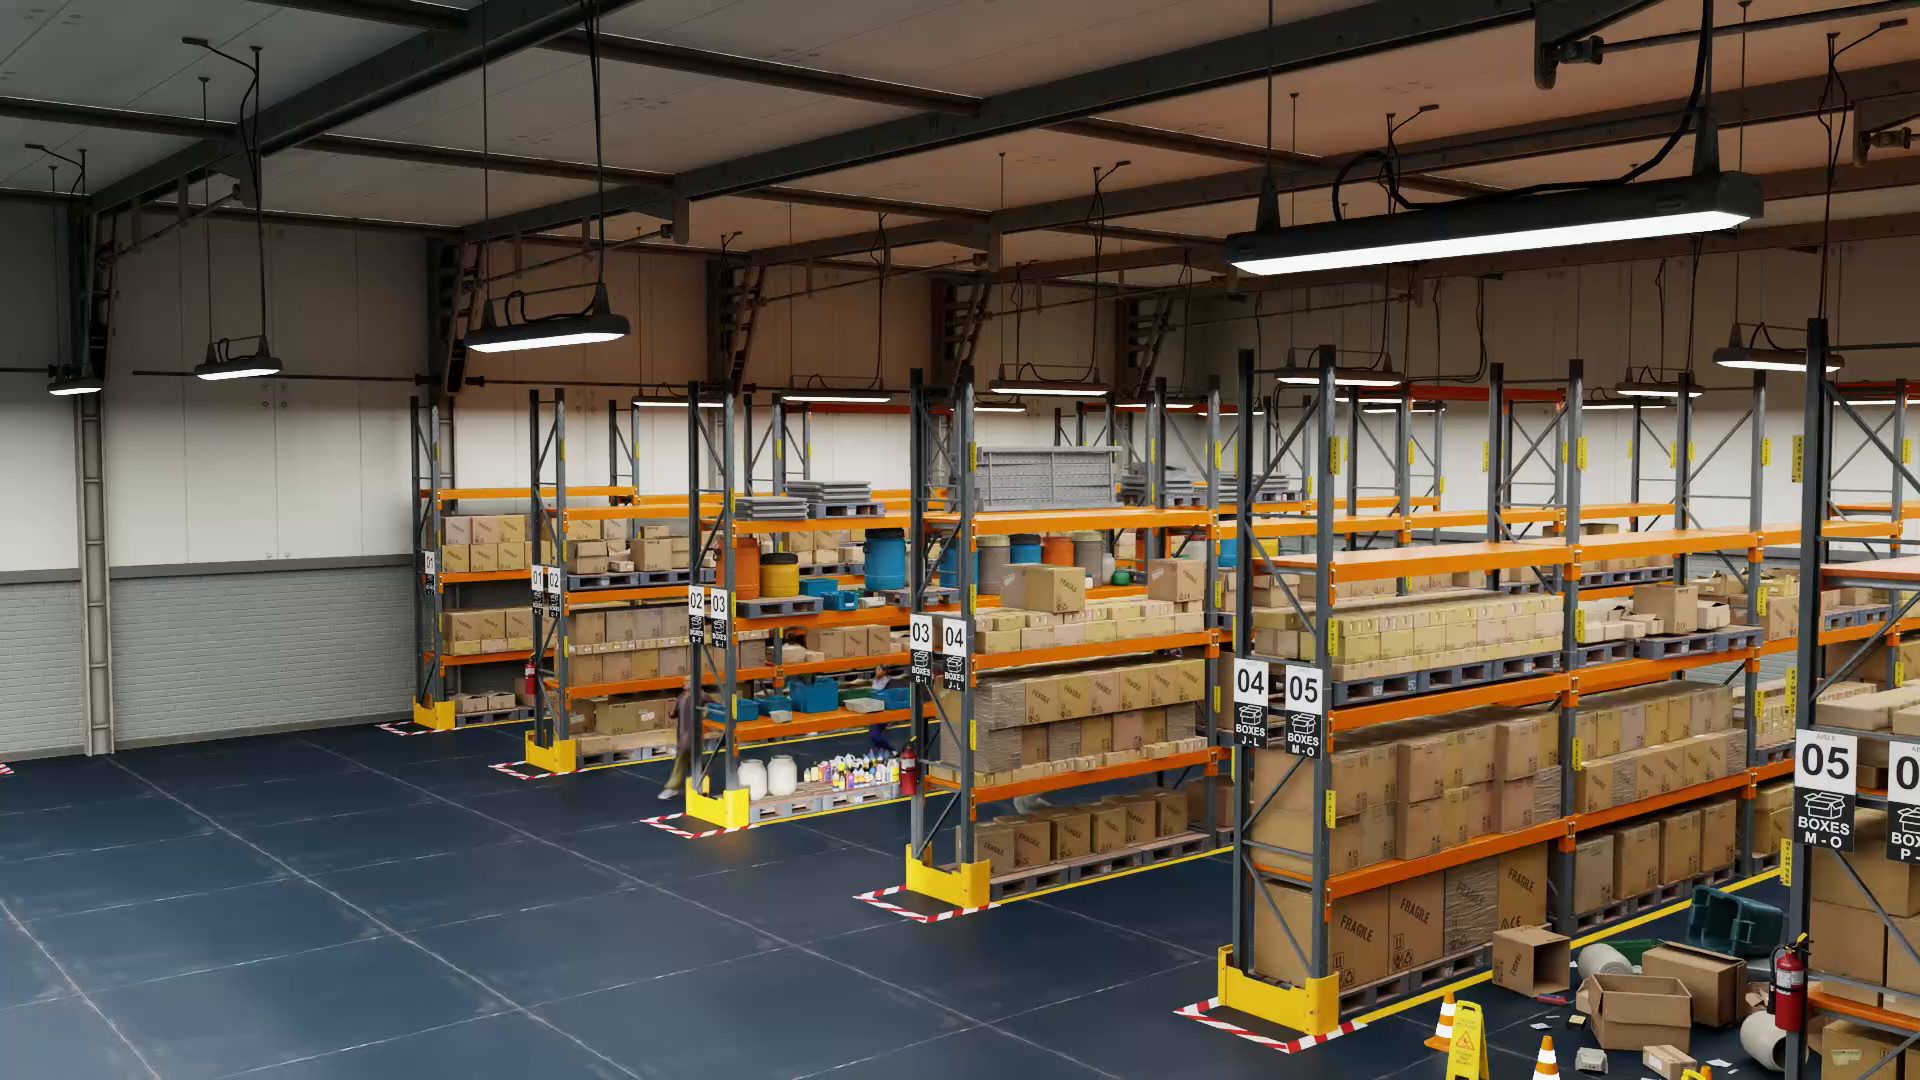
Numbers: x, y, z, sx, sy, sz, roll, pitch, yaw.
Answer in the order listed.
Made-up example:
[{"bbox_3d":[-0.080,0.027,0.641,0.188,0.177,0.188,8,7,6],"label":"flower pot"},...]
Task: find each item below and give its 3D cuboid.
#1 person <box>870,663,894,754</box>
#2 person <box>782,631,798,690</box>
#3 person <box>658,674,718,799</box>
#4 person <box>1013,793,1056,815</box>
[{"bbox_3d":[-1.306,2.786,26.565,0.576,1.618,0.591,-3,4,-40],"label":"person"},{"bbox_3d":[-3.201,2.503,31.435,0.543,1.576,0.877,3,5,44],"label":"person"},{"bbox_3d":[-3.996,2.837,24.287,0.729,1.733,1.129,3,5,45],"label":"person"},{"bbox_3d":[0.945,3.006,21.845,0.605,1.731,0.661,-3,4,-41],"label":"person"}]
